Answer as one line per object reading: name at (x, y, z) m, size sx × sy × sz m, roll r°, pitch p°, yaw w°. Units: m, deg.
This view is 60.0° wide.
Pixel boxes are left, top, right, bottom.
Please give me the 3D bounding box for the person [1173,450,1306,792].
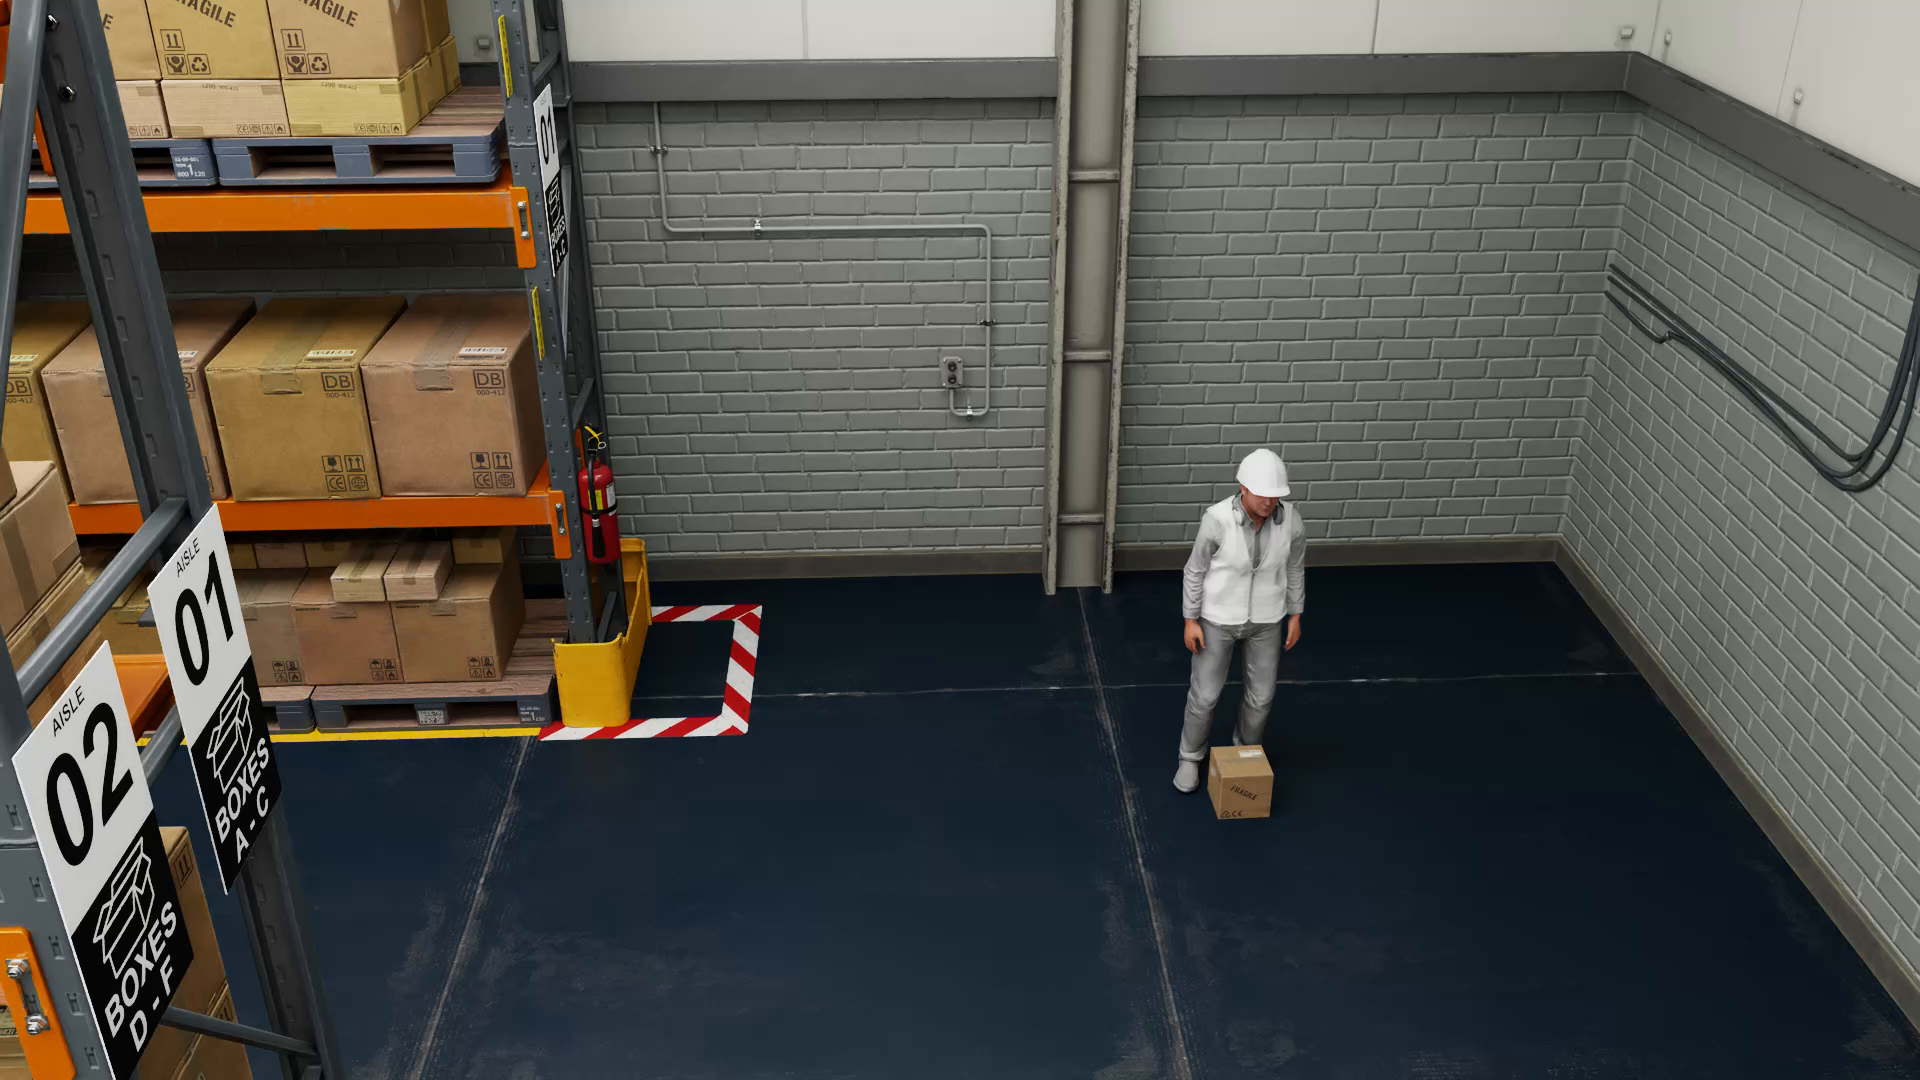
person at (1.333, 0.371, 7.873) m, size 0.589 × 1.772 × 0.462 m, roll -2°, pitch 27°, yaw -4°
